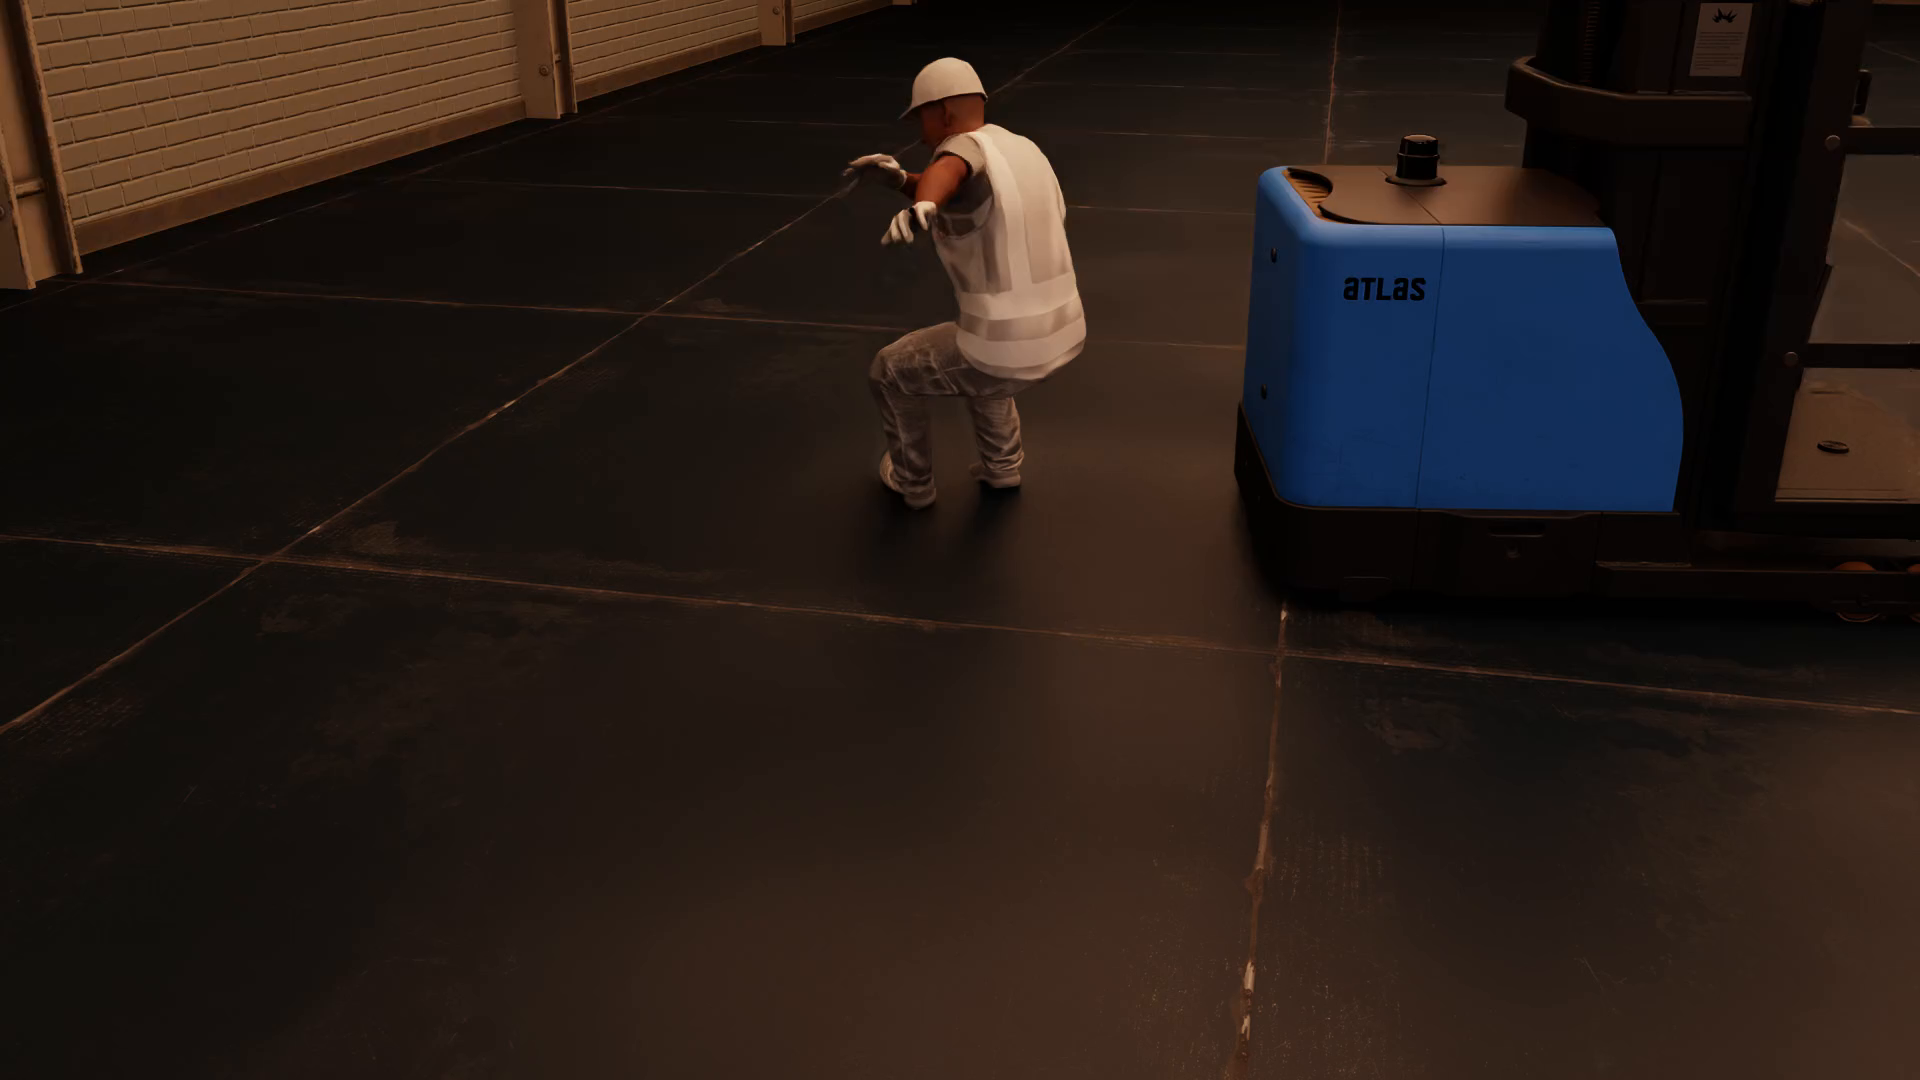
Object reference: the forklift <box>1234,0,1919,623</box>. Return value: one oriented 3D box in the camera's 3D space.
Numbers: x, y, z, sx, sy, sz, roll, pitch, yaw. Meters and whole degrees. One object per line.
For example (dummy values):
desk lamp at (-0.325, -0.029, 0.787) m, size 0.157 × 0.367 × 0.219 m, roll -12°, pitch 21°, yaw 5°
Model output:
forklift at (2.405, -1.331, 4.531) m, size 3.031 × 2.935 × 1.130 m, roll 1°, pitch 22°, yaw 2°

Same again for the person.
person at (-0.096, -0.645, 4.881) m, size 0.859 × 1.449 × 1.336 m, roll 15°, pitch 26°, yaw 32°
